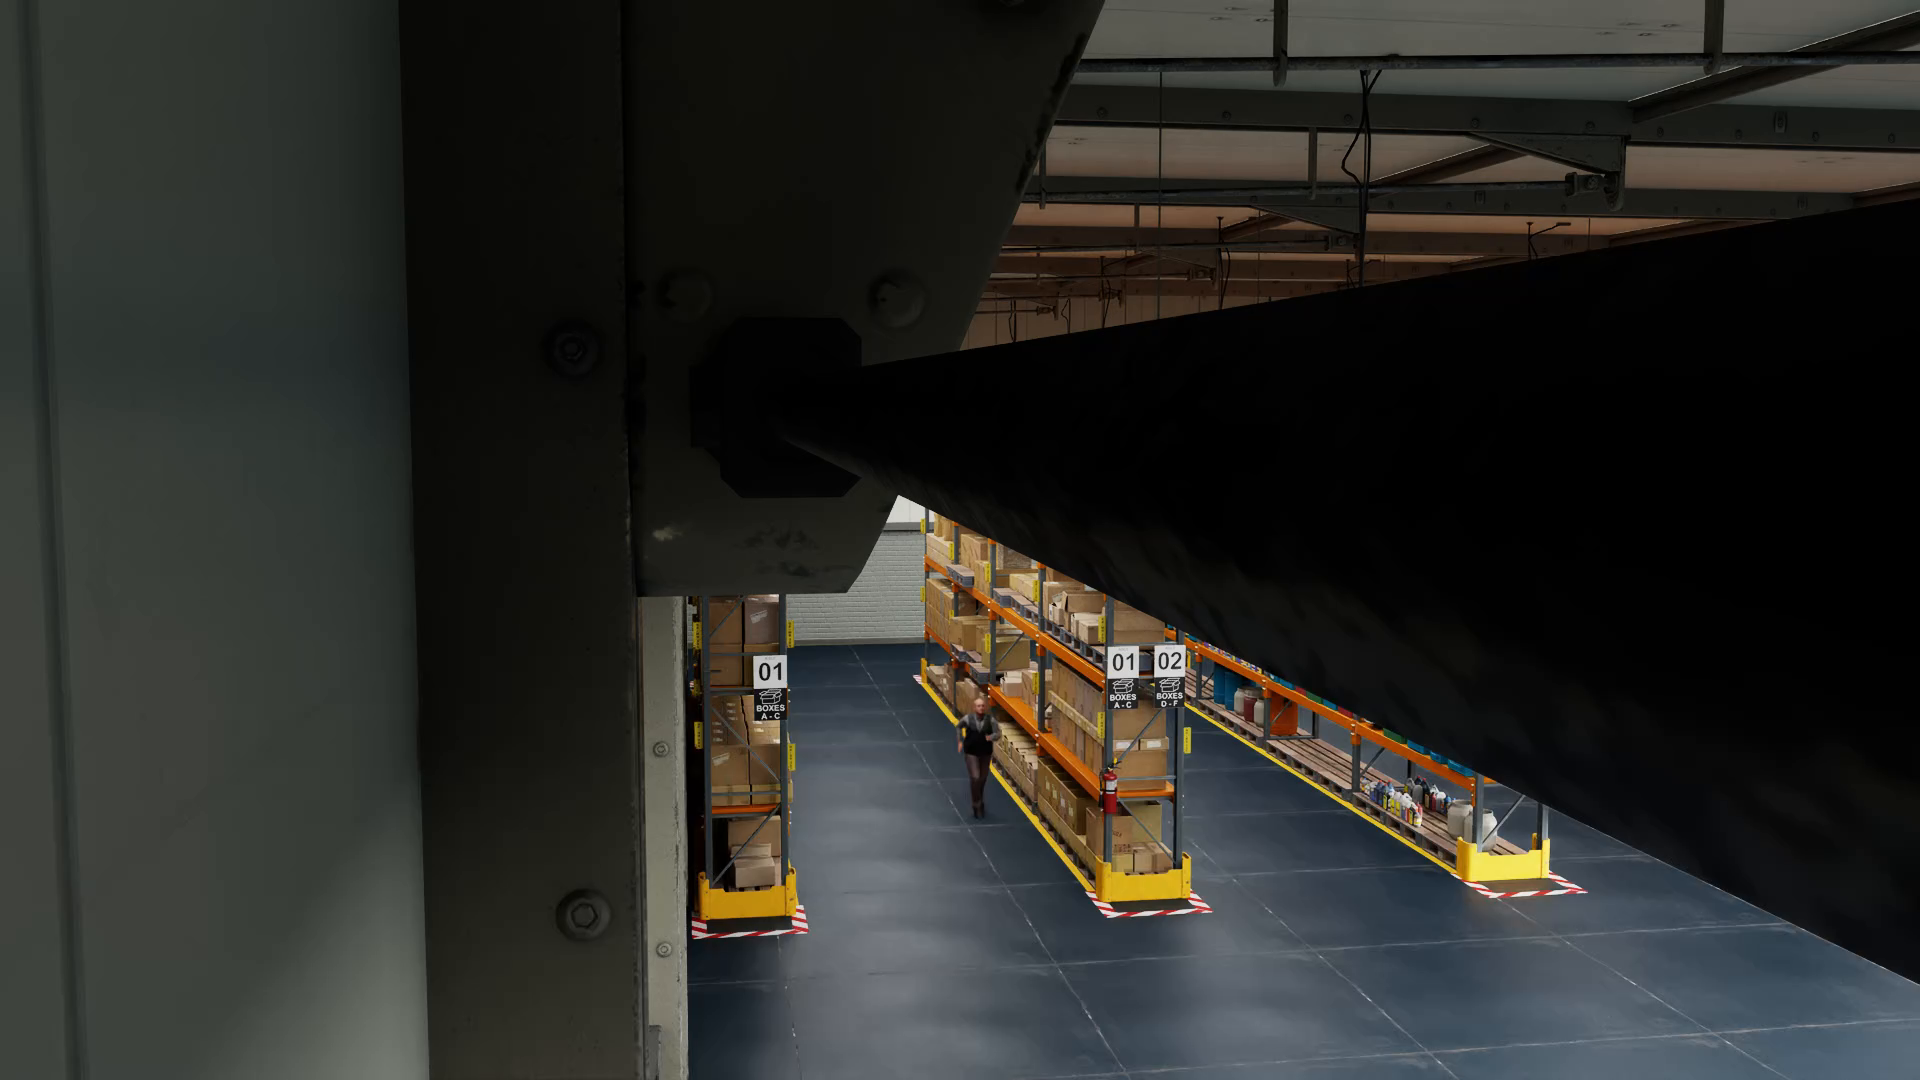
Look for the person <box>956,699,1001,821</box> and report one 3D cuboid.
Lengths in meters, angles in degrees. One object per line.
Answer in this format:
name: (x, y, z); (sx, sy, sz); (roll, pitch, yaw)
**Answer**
person: (0.283, 3.259, 25.043); (0.627, 1.773, 0.869); (-1, 5, -12)
